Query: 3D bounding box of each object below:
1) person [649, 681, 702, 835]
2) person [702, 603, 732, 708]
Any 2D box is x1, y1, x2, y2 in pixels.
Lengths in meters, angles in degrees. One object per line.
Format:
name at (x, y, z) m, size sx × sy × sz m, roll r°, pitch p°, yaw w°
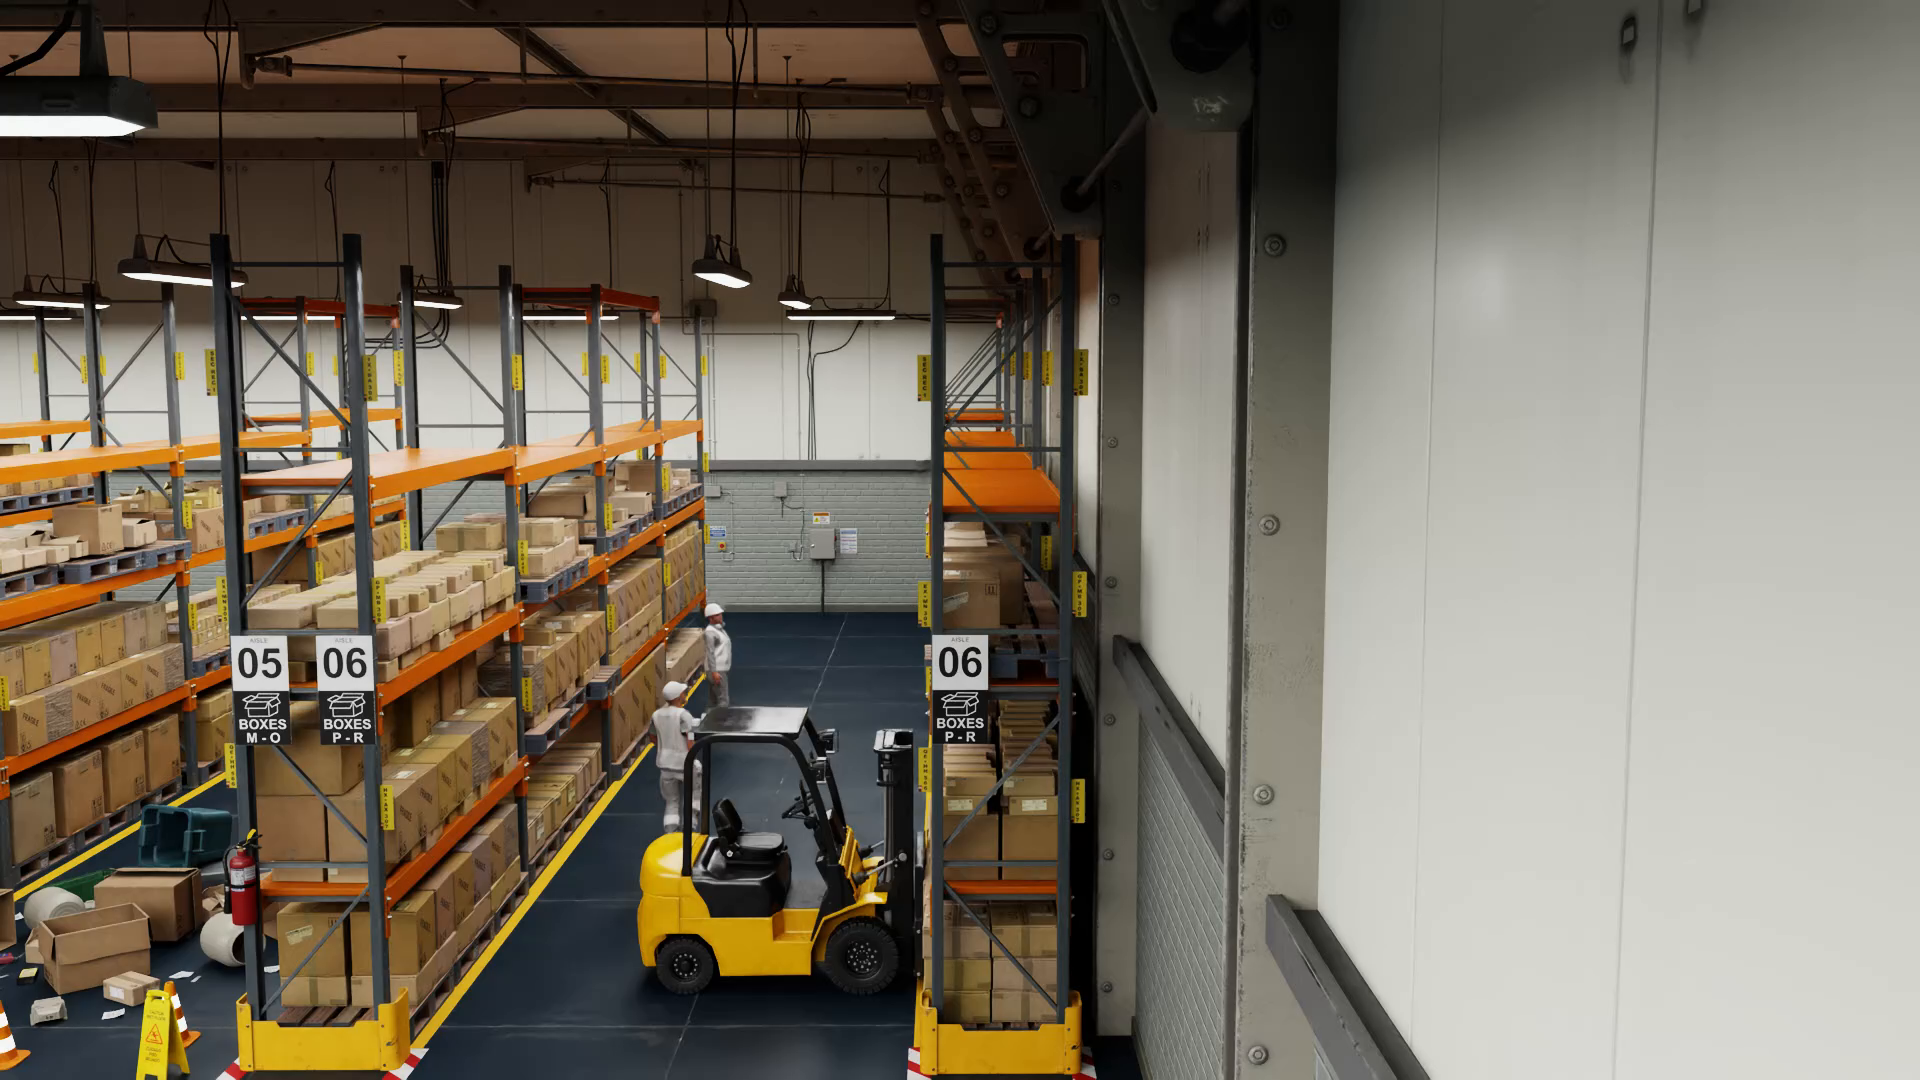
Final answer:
person at (-2.874, 2.294, 16.978) m, size 0.620 × 1.745 × 0.743 m, roll 1°, pitch 6°, yaw 6°
person at (-3.123, 1.720, 21.904) m, size 0.530 × 1.789 × 0.593 m, roll -1°, pitch 6°, yaw -6°
